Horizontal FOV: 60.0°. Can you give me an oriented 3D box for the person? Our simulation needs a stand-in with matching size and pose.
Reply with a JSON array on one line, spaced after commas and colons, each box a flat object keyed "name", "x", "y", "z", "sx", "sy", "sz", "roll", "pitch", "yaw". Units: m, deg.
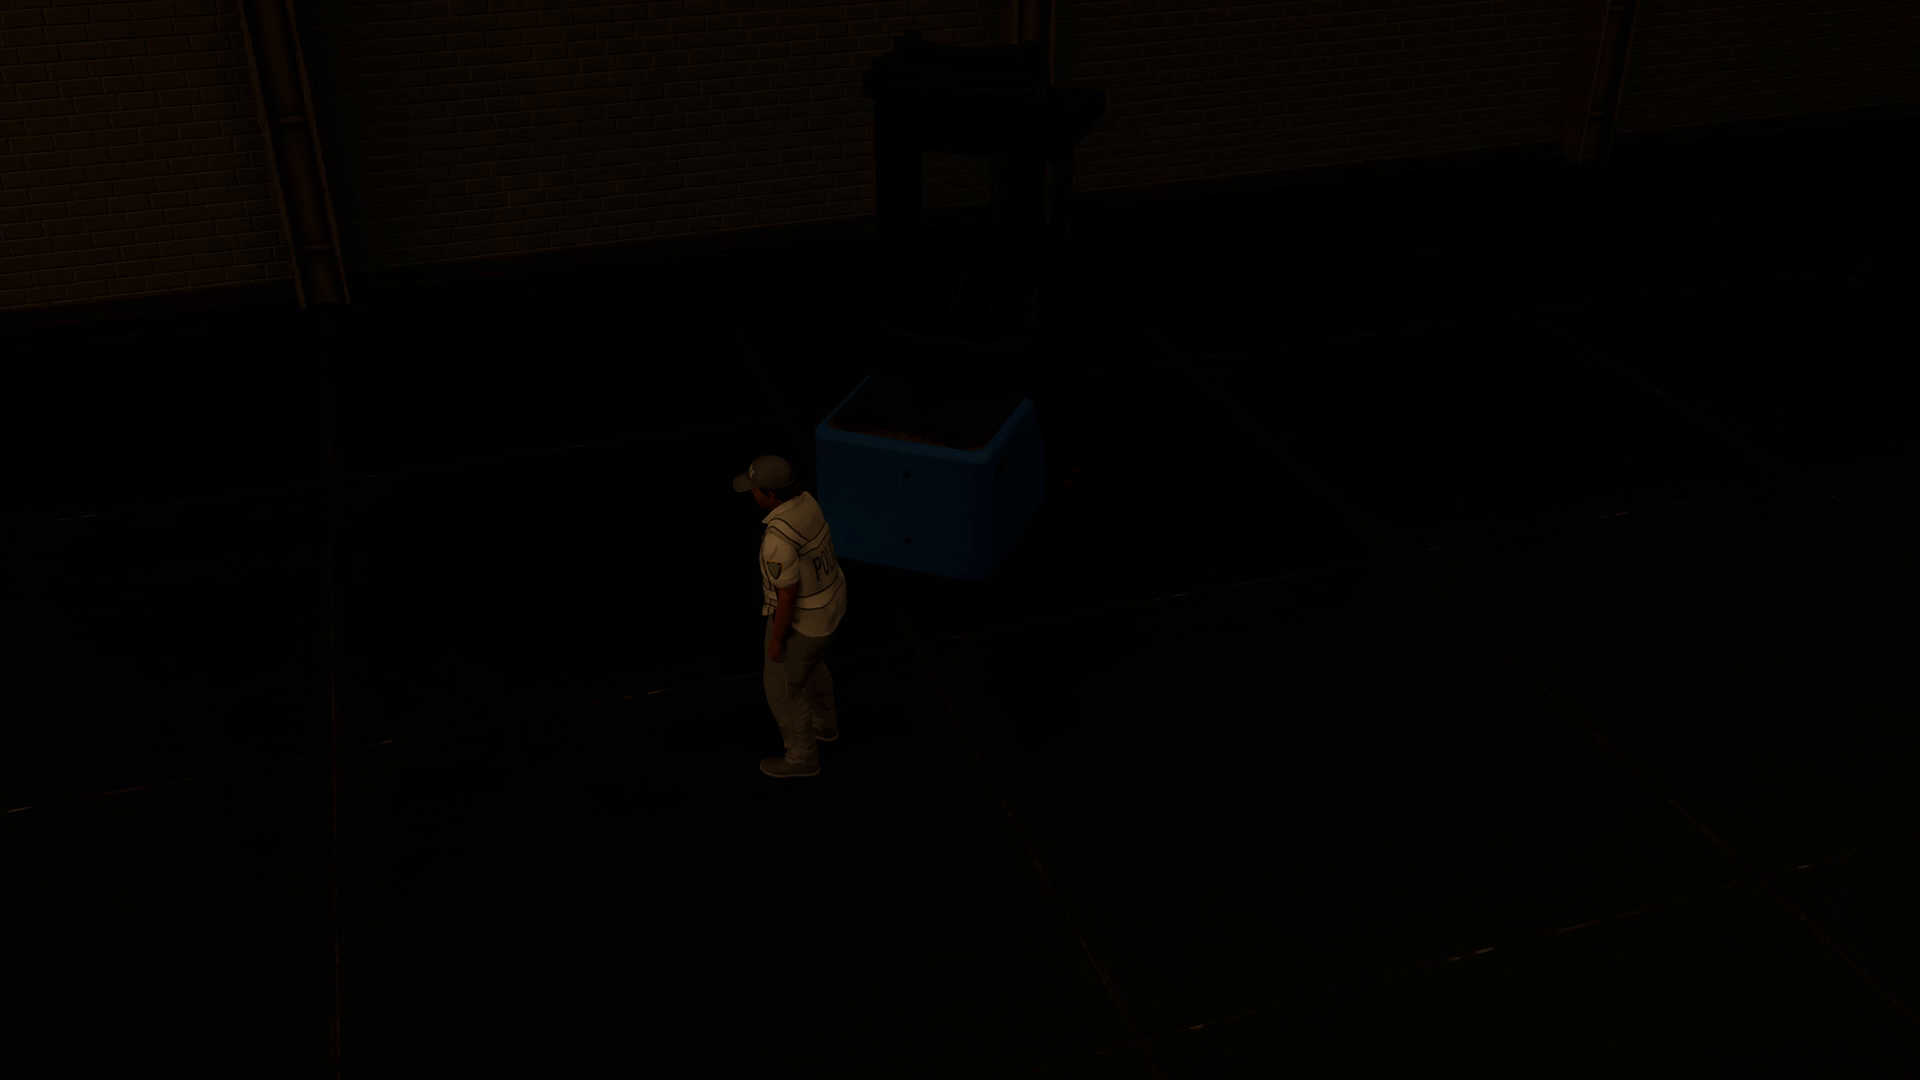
[{"name": "person", "x": -0.741, "y": 0.429, "z": 7.804, "sx": 0.400, "sy": 1.476, "sz": 0.559, "roll": 8, "pitch": 31, "yaw": 13}]

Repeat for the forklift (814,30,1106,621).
[{"name": "forklift", "x": 0.174, "y": -1.549, "z": 9.779, "sx": 1.130, "sy": 2.935, "sz": 3.031, "roll": 10, "pitch": 31, "yaw": 17}]
